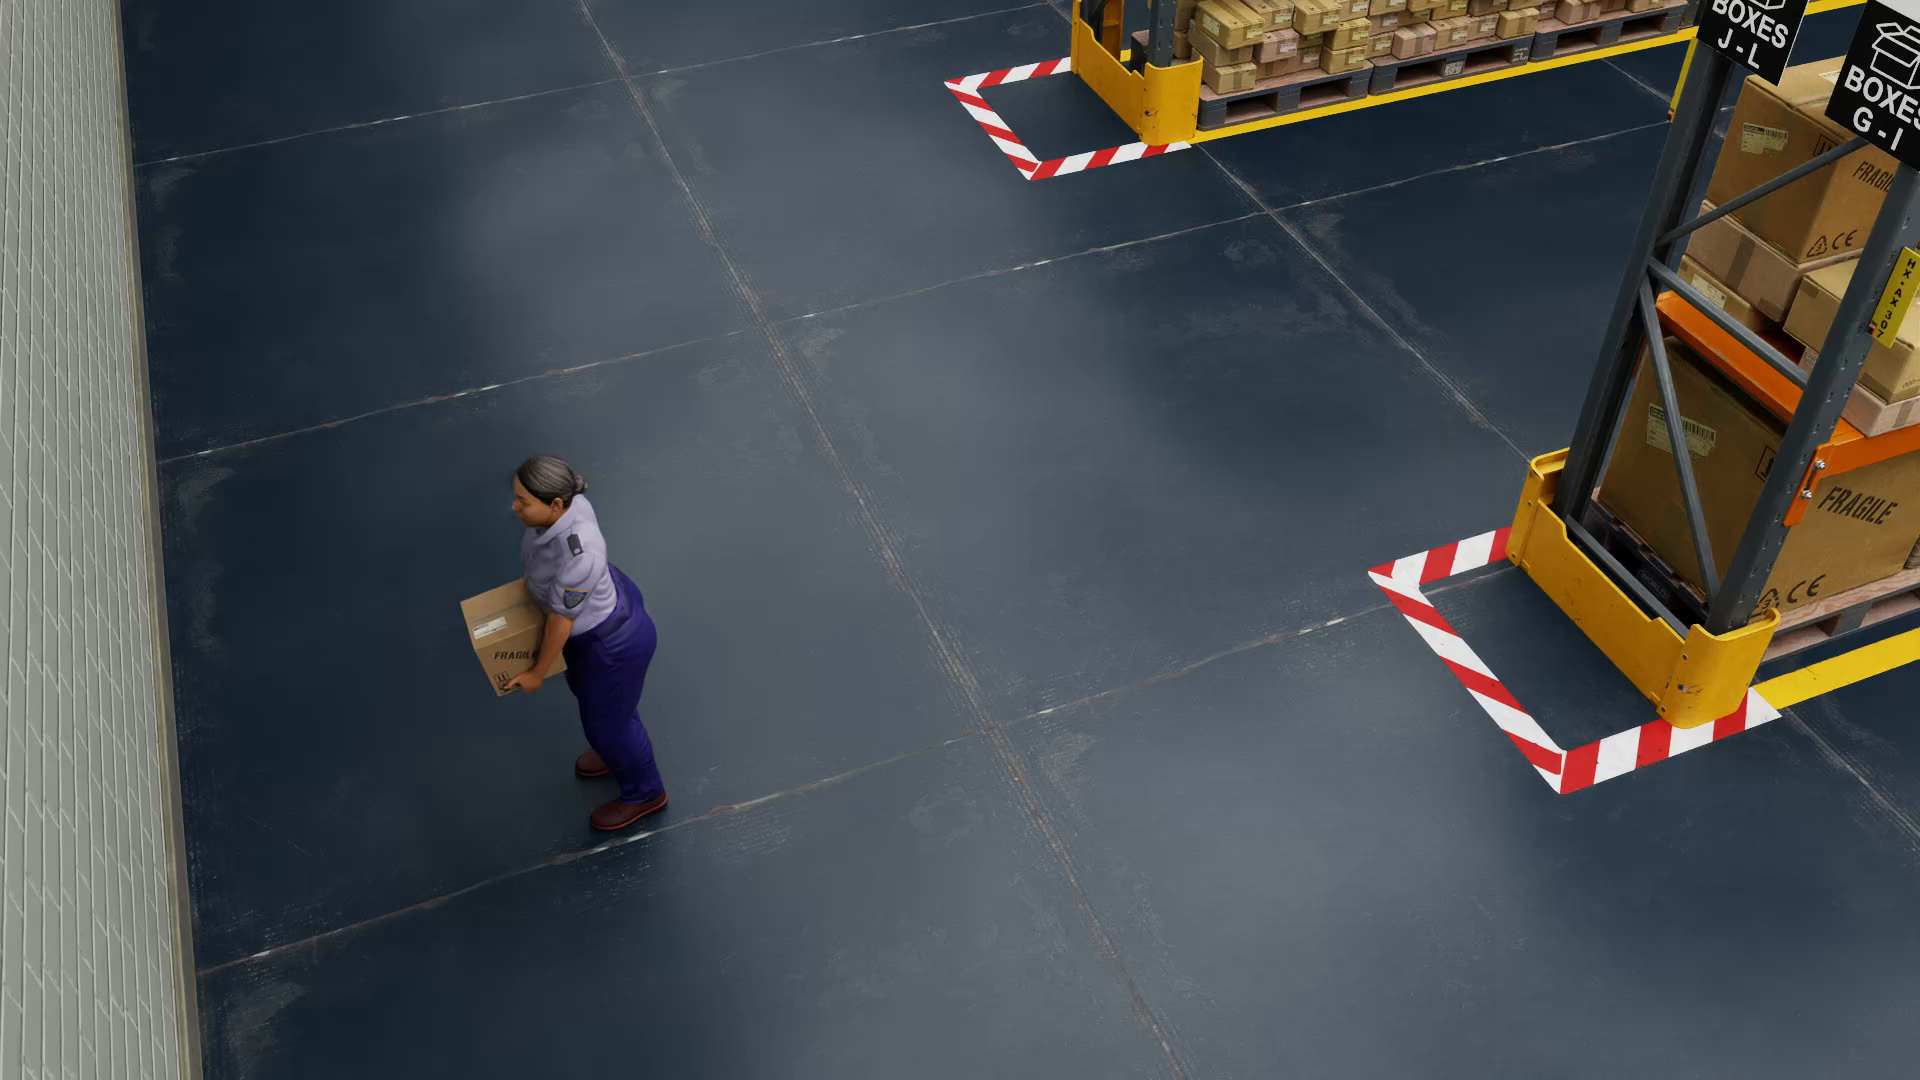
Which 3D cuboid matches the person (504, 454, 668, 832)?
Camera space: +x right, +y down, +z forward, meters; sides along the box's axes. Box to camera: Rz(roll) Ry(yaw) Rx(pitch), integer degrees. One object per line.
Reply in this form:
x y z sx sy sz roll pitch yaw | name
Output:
-1.341 0.353 5.791 0.544 1.641 0.435 -16 44 -17 | person
